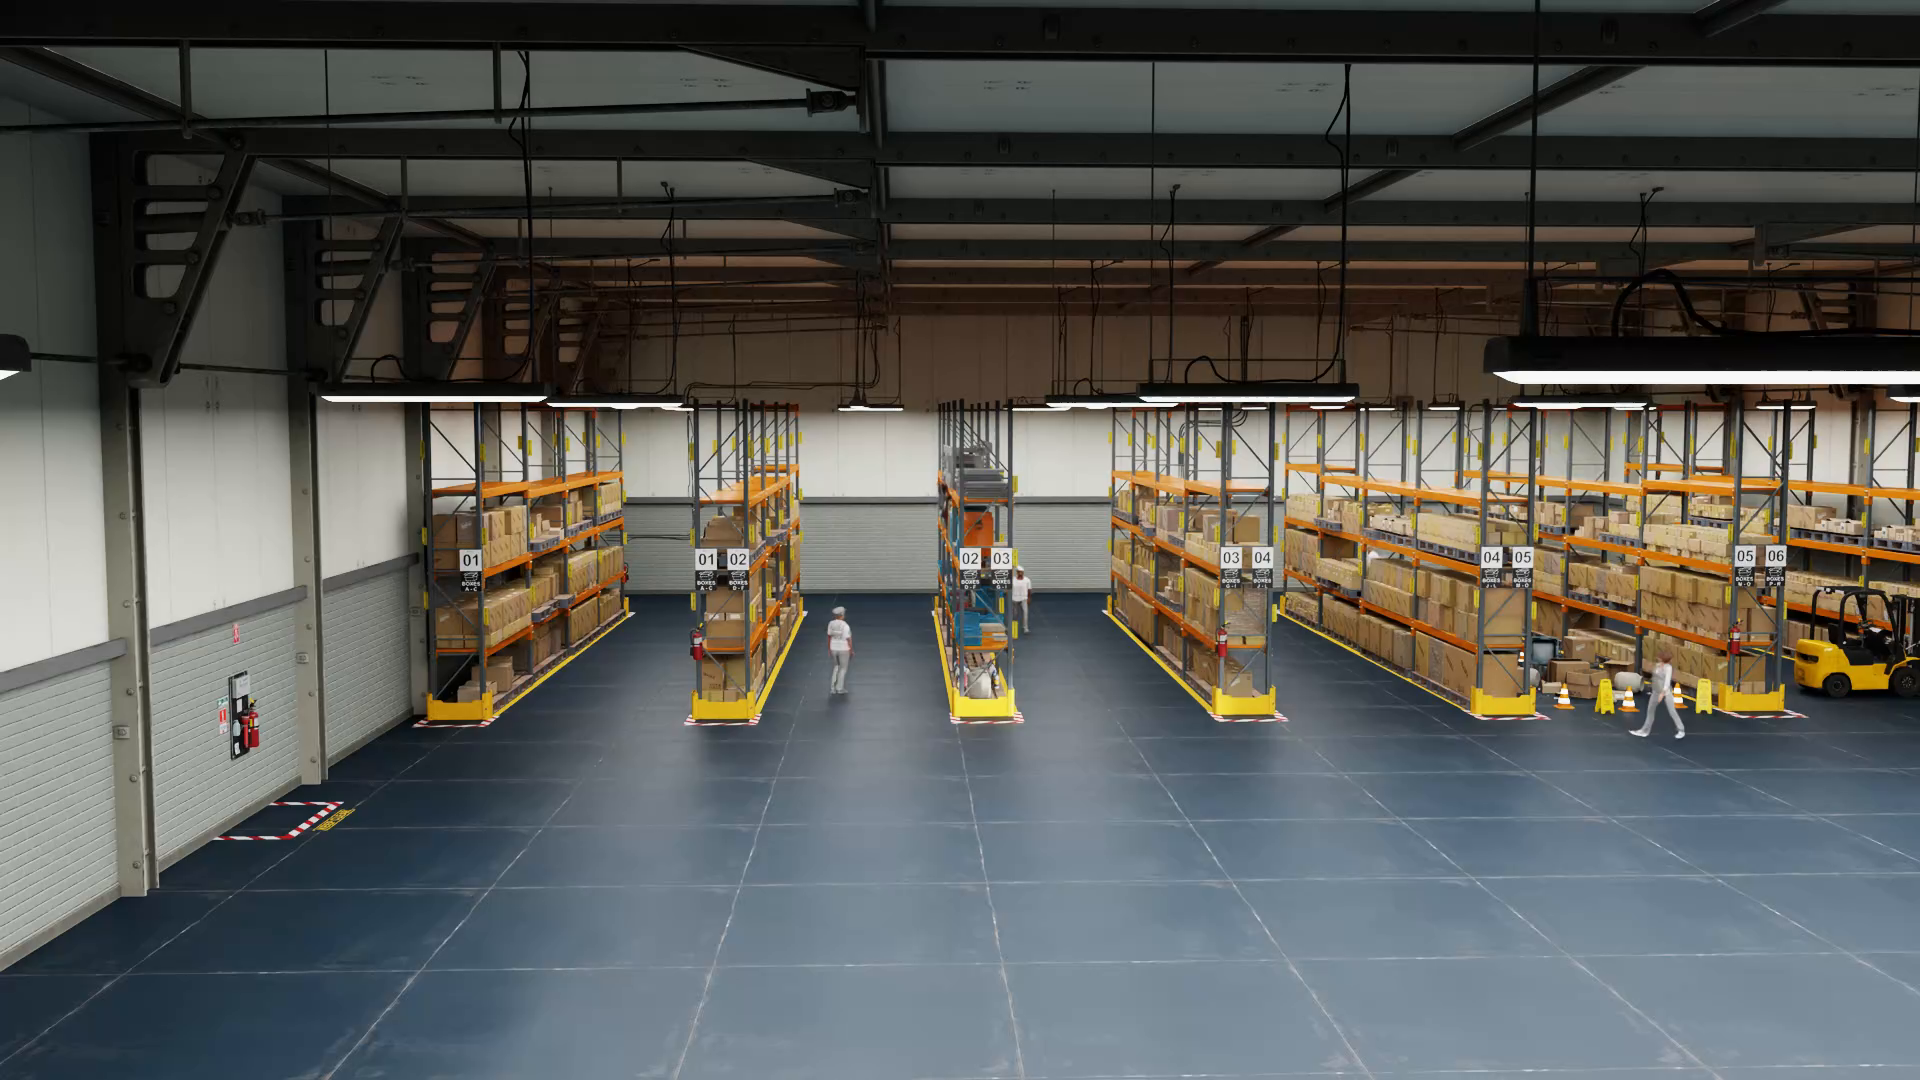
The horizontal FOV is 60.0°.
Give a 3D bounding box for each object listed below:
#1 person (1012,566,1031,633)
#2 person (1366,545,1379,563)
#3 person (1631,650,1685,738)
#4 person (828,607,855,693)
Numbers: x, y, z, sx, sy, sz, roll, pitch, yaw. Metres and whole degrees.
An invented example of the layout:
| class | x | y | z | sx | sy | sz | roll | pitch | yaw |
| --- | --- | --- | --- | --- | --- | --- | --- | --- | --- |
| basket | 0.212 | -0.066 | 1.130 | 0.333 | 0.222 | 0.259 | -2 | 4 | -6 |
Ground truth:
| class | x | y | z | sx | sy | sz | roll | pitch | yaw |
| --- | --- | --- | --- | --- | --- | --- | --- | --- | --- |
| person | 1.570 | 1.559 | 43.467 | 0.660 | 1.726 | 0.999 | -1 | 4 | -14 |
| person | 12.363 | 1.003 | 50.397 | 0.472 | 1.799 | 0.567 | -2 | 5 | -23 |
| person | 12.353 | 2.708 | 29.318 | 0.794 | 1.563 | 0.551 | -2 | 5 | -20 |
| person | -2.417 | 2.260 | 33.974 | 0.557 | 1.808 | 0.465 | 3 | 5 | 32 |
